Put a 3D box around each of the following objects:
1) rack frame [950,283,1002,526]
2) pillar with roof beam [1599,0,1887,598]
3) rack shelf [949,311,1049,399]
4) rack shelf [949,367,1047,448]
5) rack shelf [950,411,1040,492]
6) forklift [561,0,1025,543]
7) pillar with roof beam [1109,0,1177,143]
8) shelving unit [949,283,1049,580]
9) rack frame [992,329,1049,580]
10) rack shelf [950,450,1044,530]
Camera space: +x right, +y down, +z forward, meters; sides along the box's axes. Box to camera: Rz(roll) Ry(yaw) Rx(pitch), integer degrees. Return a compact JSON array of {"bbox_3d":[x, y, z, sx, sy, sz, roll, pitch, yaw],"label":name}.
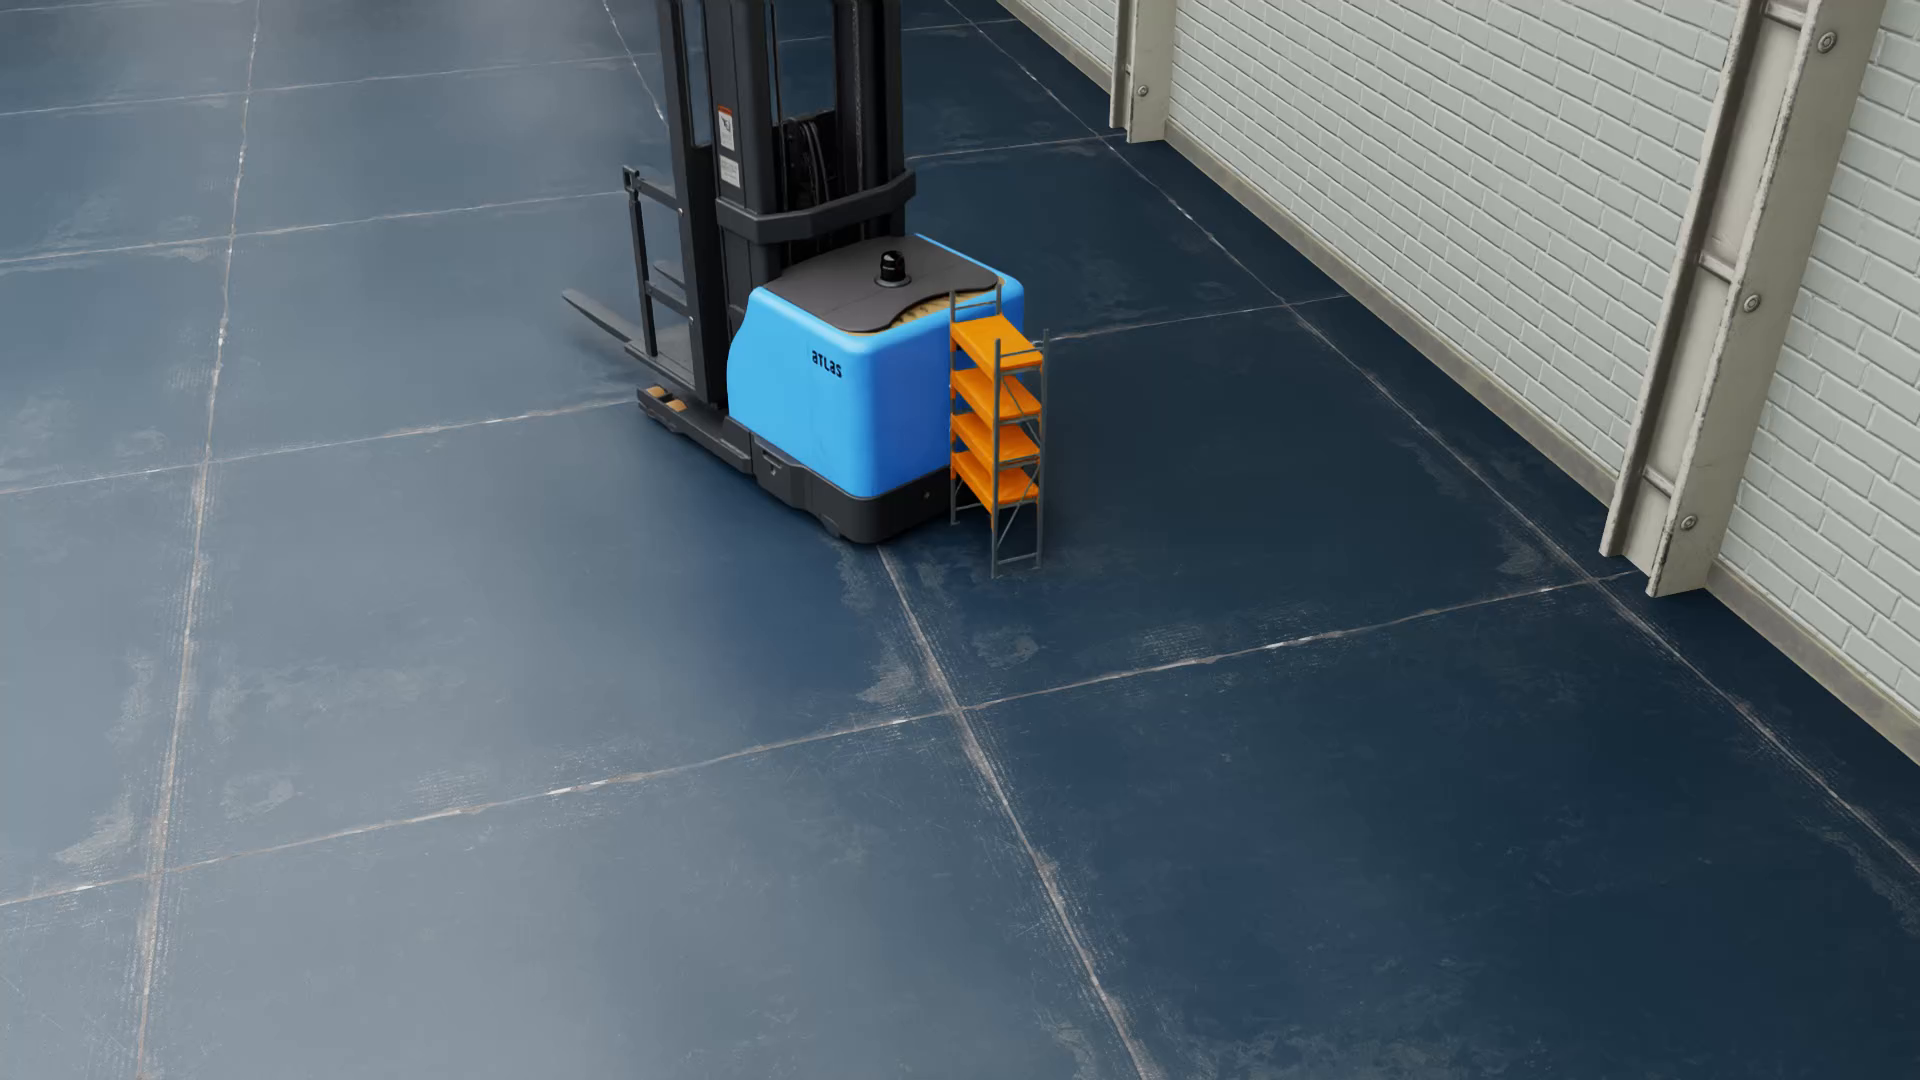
[{"bbox_3d":[0.069,-0.597,7.565,0.240,1.200,0.015,-13,36,-19],"label":"rack frame"},{"bbox_3d":[-0.948,-2.904,3.982,9.100,9.000,0.400,-10,35,-15],"label":"pillar with roof beam"},{"bbox_3d":[0.163,-0.800,7.160,0.258,0.148,0.480,-13,36,-19],"label":"rack shelf"},{"bbox_3d":[0.163,-0.603,7.290,0.258,0.148,0.480,-13,36,-19],"label":"rack shelf"},{"bbox_3d":[0.163,-0.416,7.413,0.258,0.148,0.480,-13,36,-19],"label":"rack shelf"},{"bbox_3d":[-1.034,-1.942,8.030,1.130,2.935,3.031,-26,41,-33],"label":"forklift"},{"bbox_3d":[-2.778,-6.054,8.749,9.100,9.000,0.400,-10,35,-15],"label":"pillar with roof beam"},{"bbox_3d":[0.163,-0.472,7.376,0.258,1.200,0.503,-13,36,-19],"label":"shelving unit"},{"bbox_3d":[0.256,-0.348,7.188,0.240,1.200,0.015,-13,36,-19],"label":"rack frame"},{"bbox_3d":[0.163,-0.251,7.523,0.258,0.148,0.480,-13,36,-19],"label":"rack shelf"}]
